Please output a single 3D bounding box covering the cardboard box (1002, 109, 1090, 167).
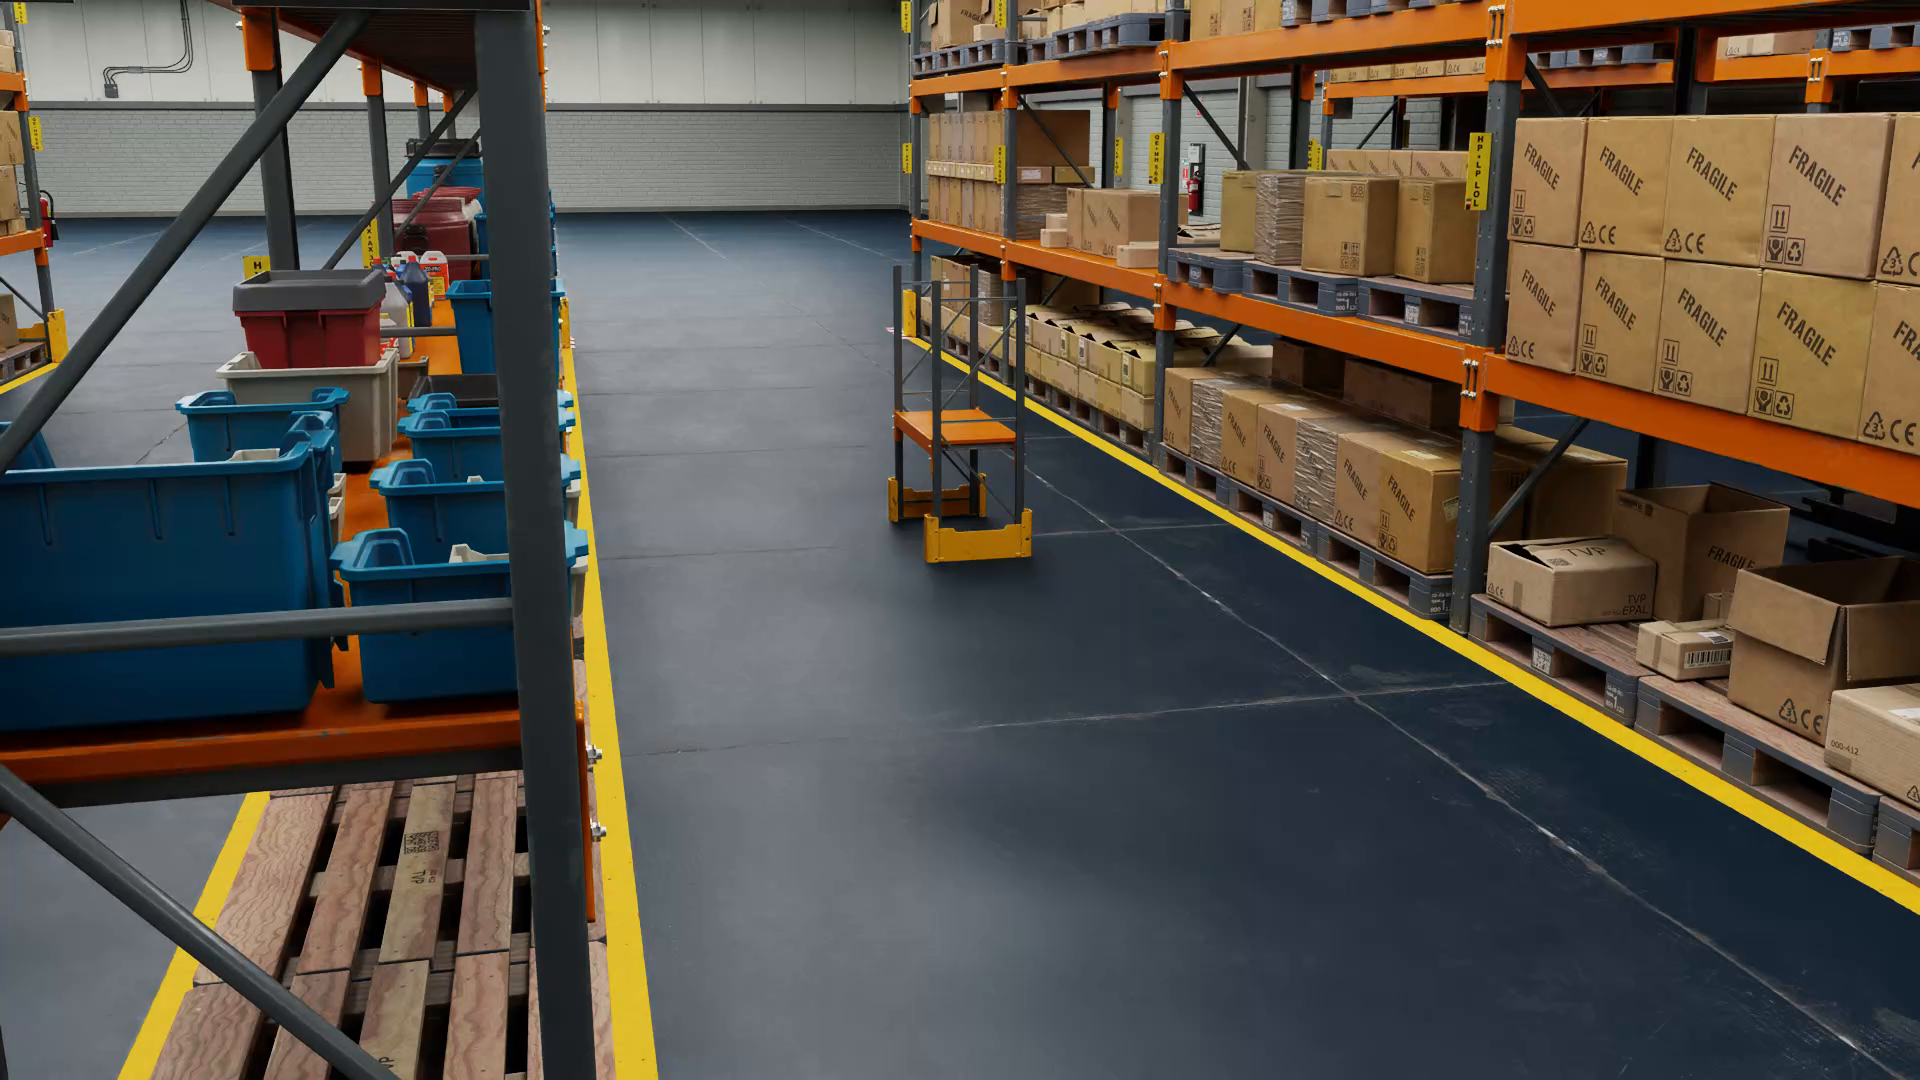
[{"bbox_3d":[0.781,-3.682,15.234,0.700,0.500,0.500,-3,14,-13],"label":"cardboard box"}]

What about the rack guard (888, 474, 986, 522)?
[{"bbox_3d":[-0.135,-0.254,9.940,0.587,0.250,0.087,-3,14,-13],"label":"rack guard"}]

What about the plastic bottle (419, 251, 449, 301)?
[{"bbox_3d":[-3.049,-1.534,9.646,0.152,0.276,0.135,-3,14,-13],"label":"plastic bottle"}]

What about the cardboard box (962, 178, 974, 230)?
[{"bbox_3d":[0.416,-3.407,16.843,0.700,0.500,0.500,-3,14,-11],"label":"cardboard box"}]

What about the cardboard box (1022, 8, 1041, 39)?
[{"bbox_3d":[0.903,-4.843,15.616,0.500,0.311,0.500,-4,14,-16],"label":"cardboard box"}]

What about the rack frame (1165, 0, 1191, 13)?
[{"bbox_3d":[1.831,-4.893,10.493,1.000,3.000,0.127,-3,14,-13],"label":"rack frame"}]

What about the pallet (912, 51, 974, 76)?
[{"bbox_3d":[0.093,-5.074,17.740,1.003,0.211,1.213,-3,14,-13],"label":"pallet"}]

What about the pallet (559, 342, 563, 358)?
[{"bbox_3d":[-4.331,-1.711,15.985,1.003,0.211,1.213,-3,14,-13],"label":"pallet"}]

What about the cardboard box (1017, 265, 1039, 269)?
[{"bbox_3d":[0.852,-2.489,16.623,0.500,0.500,0.500,-3,14,-13],"label":"cardboard box"}]

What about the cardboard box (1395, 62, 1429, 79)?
[{"bbox_3d":[4.966,-5.158,17.644,0.500,0.500,0.500,-2,14,-10],"label":"cardboard box"}]

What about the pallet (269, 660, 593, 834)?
[{"bbox_3d":[-1.835,0.741,5.947,1.003,0.211,1.213,-3,14,-13],"label":"pallet"}]

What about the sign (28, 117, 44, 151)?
[{"bbox_3d":[-9.134,-4.015,16.436,0.100,0.325,0.005,-3,14,-13],"label":"sign"}]

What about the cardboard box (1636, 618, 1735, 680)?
[{"bbox_3d":[2.872,0.415,6.452,0.380,0.166,0.250,-3,14,-13],"label":"cardboard box"}]

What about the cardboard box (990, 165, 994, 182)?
[{"bbox_3d":[0.500,-3.433,15.582,0.380,0.149,0.250,-4,14,-15],"label":"cardboard box"}]

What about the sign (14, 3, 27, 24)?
[{"bbox_3d":[-9.134,-5.186,16.150,0.100,0.325,0.005,-3,14,-13],"label":"sign"}]

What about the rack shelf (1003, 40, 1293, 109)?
[{"bbox_3d":[1.361,-3.548,12.823,1.077,0.370,4.000,-3,14,-13],"label":"rack shelf"}]

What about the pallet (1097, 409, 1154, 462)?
[{"bbox_3d":[1.676,-0.816,12.323,1.003,0.211,1.213,-3,14,-13],"label":"pallet"}]

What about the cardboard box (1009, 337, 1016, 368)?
[{"bbox_3d":[0.746,-1.663,14.822,0.500,0.250,0.500,-4,14,-15],"label":"cardboard box"}]

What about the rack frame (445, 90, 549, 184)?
[{"bbox_3d":[-4.863,-3.549,17.633,1.000,3.000,0.127,-3,14,-13],"label":"rack frame"}]

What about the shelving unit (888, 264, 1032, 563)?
[{"bbox_3d":[-0.018,-0.746,9.321,0.587,1.500,1.083,-3,14,-13],"label":"shelving unit"}]

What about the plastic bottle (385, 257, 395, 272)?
[{"bbox_3d":[-3.101,-1.389,9.037,0.061,0.283,0.133,-3,14,-13],"label":"plastic bottle"}]

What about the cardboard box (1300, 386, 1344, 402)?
[{"bbox_3d":[2.400,-0.656,10.132,0.500,0.500,0.500,-4,14,-15],"label":"cardboard box"}]

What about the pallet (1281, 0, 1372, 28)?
[{"bbox_3d":[2.439,-2.815,8.705,1.213,0.211,1.003,-3,14,-13],"label":"pallet"}]

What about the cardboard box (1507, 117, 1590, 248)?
[{"bbox_3d":[2.608,-1.466,6.789,0.500,0.500,0.500,-3,14,-12],"label":"cardboard box"}]

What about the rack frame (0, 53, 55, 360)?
[{"bbox_3d":[-9.678,-3.273,16.503,1.000,3.000,0.127,-3,14,-13],"label":"rack frame"}]

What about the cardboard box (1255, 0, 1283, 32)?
[{"bbox_3d":[2.208,-3.148,9.461,0.910,0.500,0.500,-3,14,-13],"label":"cardboard box"}]

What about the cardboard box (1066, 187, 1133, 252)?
[{"bbox_3d":[1.180,-2.650,13.744,0.500,0.500,0.500,-2,14,-9],"label":"cardboard box"}]

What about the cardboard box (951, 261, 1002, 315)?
[{"bbox_3d":[0.212,-2.574,16.973,0.500,0.500,0.500,-3,14,-13],"label":"cardboard box"}]

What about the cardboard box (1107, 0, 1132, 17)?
[{"bbox_3d":[1.406,-3.921,12.267,0.500,0.250,0.500,-4,14,-14],"label":"cardboard box"}]

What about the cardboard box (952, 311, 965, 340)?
[{"bbox_3d":[0.213,-2.210,17.062,0.500,0.250,0.500,-3,14,-13],"label":"cardboard box"}]

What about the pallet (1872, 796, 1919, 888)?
[{"bbox_3d":[3.504,1.020,4.807,1.003,0.211,1.213,-3,14,-13],"label":"pallet"}]

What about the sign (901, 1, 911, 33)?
[{"bbox_3d":[-0.589,-5.715,18.169,0.100,0.325,0.005,-3,14,-13],"label":"sign"}]

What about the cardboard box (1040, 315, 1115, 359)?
[{"bbox_3d":[0.982,-1.698,13.783,0.500,0.311,0.500,-4,14,-15],"label":"cardboard box"}]

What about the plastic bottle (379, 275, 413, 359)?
[{"bbox_3d":[-2.439,-0.958,7.134,0.144,0.351,0.185,-3,14,-13],"label":"plastic bottle"}]

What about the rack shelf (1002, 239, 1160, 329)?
[{"bbox_3d":[1.361,-2.091,13.179,1.077,0.370,4.000,-3,14,-13],"label":"rack shelf"}]

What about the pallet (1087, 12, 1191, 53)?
[{"bbox_3d":[1.585,-3.496,11.492,1.213,0.211,1.003,-3,14,-11],"label":"pallet"}]

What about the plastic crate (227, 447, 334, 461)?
[{"bbox_3d":[-1.704,-0.135,4.087,0.298,0.136,0.250,-3,14,-13],"label":"plastic crate"}]

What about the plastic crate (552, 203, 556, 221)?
[{"bbox_3d":[-4.455,-3.378,17.246,0.499,0.251,0.616,-3,14,-13],"label":"plastic crate"}]

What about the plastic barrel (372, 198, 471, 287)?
[{"bbox_3d":[-3.388,-1.860,10.432,0.600,0.536,0.708,-3,14,-13],"label":"plastic barrel"}]

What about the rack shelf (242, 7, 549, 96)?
[{"bbox_3d":[-2.515,-2.350,7.920,1.077,0.370,4.000,-3,14,-13],"label":"rack shelf"}]

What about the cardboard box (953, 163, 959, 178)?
[{"bbox_3d":[0.140,-3.788,17.035,0.380,0.149,0.250,-3,14,-14],"label":"cardboard box"}]

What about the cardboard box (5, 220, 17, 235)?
[{"bbox_3d":[-9.243,-2.984,15.850,0.380,0.149,0.250,-3,14,-13],"label":"cardboard box"}]

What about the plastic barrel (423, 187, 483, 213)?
[{"bbox_3d":[-3.912,-2.459,12.886,0.433,0.535,0.433,0,14,0],"label":"plastic barrel"}]

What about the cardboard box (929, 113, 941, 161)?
[{"bbox_3d":[0.062,-4.382,18.100,0.700,0.500,0.500,-3,14,-13],"label":"cardboard box"}]

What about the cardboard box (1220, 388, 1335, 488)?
[{"bbox_3d":[1.902,-0.621,9.987,0.500,0.500,0.500,-3,14,-14],"label":"cardboard box"}]

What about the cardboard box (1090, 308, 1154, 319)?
[{"bbox_3d":[1.394,-1.845,14.386,0.500,0.311,0.500,-3,14,-12],"label":"cardboard box"}]

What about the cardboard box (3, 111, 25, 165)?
[{"bbox_3d":[-9.308,-3.839,15.874,0.500,0.500,0.500,-3,14,-13],"label":"cardboard box"}]

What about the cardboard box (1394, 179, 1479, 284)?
[{"bbox_3d":[2.654,-1.585,8.500,0.700,0.500,0.500,-1,14,-4],"label":"cardboard box"}]

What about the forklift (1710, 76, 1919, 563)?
[{"bbox_3d":[5.120,-1.228,8.277,1.130,2.935,3.031,-3,14,-12],"label":"forklift"}]

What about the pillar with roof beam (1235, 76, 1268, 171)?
[{"bbox_3d":[0.178,-8.046,23.401,9.100,9.000,0.400,-3,14,-13],"label":"pillar with roof beam"}]

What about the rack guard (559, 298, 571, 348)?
[{"bbox_3d":[-4.800,-2.320,17.869,1.175,0.500,0.348,-3,14,-13],"label":"rack guard"}]

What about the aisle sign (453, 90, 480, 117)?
[{"bbox_3d":[-5.165,-4.812,17.325,0.394,0.787,0.004,-3,14,-13],"label":"aisle sign"}]

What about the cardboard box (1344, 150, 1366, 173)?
[{"bbox_3d":[4.693,-4.161,18.831,0.500,0.500,0.500,-3,14,-13],"label":"cardboard box"}]

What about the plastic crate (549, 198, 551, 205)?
[{"bbox_3d":[-3.513,-2.563,13.461,0.402,0.464,0.583,-3,14,-13],"label":"plastic crate"}]

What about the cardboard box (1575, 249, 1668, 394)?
[{"bbox_3d":[2.749,-0.854,6.390,0.500,0.500,0.500,-3,14,-12],"label":"cardboard box"}]

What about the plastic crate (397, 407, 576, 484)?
[{"bbox_3d":[-1.153,-0.185,4.089,0.416,0.233,0.300,-3,14,-13],"label":"plastic crate"}]

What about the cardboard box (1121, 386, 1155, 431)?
[{"bbox_3d":[1.470,-0.955,11.923,0.500,0.250,0.500,-3,14,-12],"label":"cardboard box"}]
